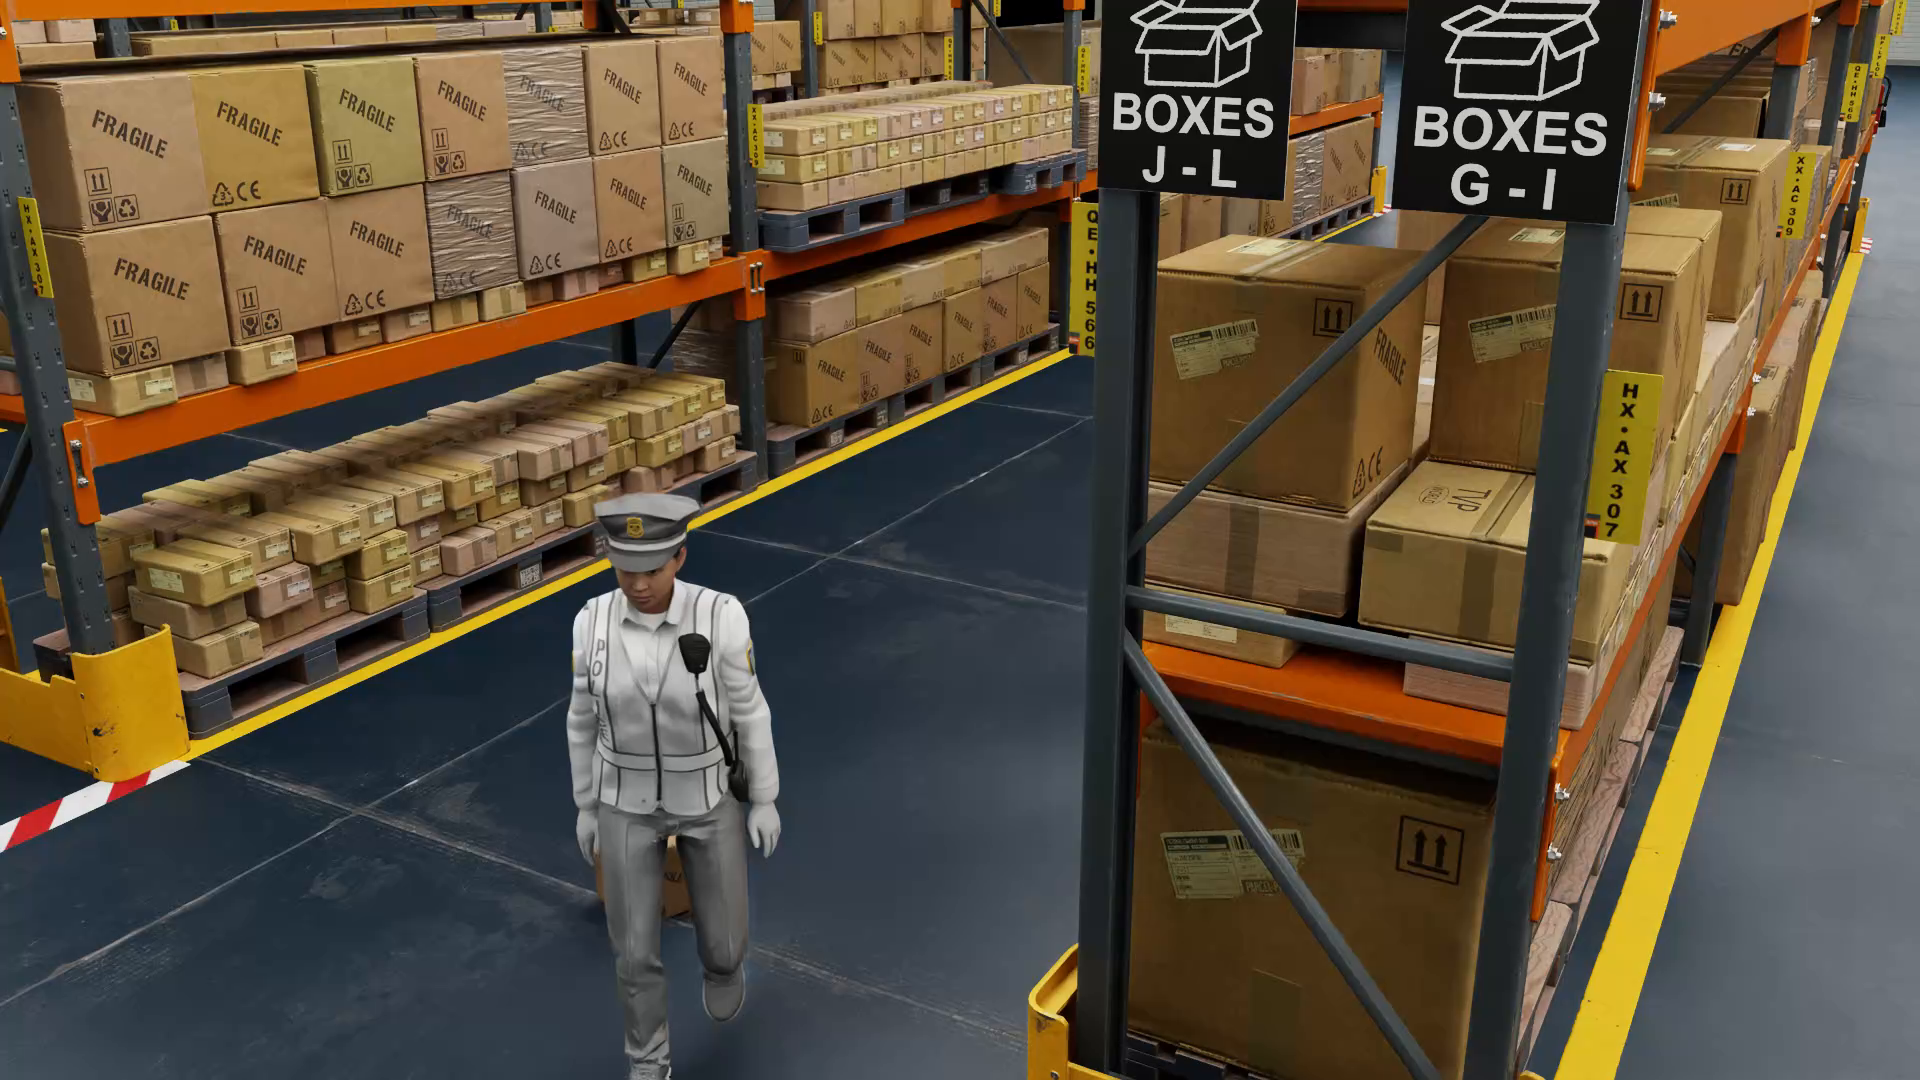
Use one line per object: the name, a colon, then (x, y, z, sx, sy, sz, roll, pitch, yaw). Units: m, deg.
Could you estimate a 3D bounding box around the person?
person: (-0.713, 0.642, 4.188, 0.518, 1.653, 0.577, 0, 20, -1)
